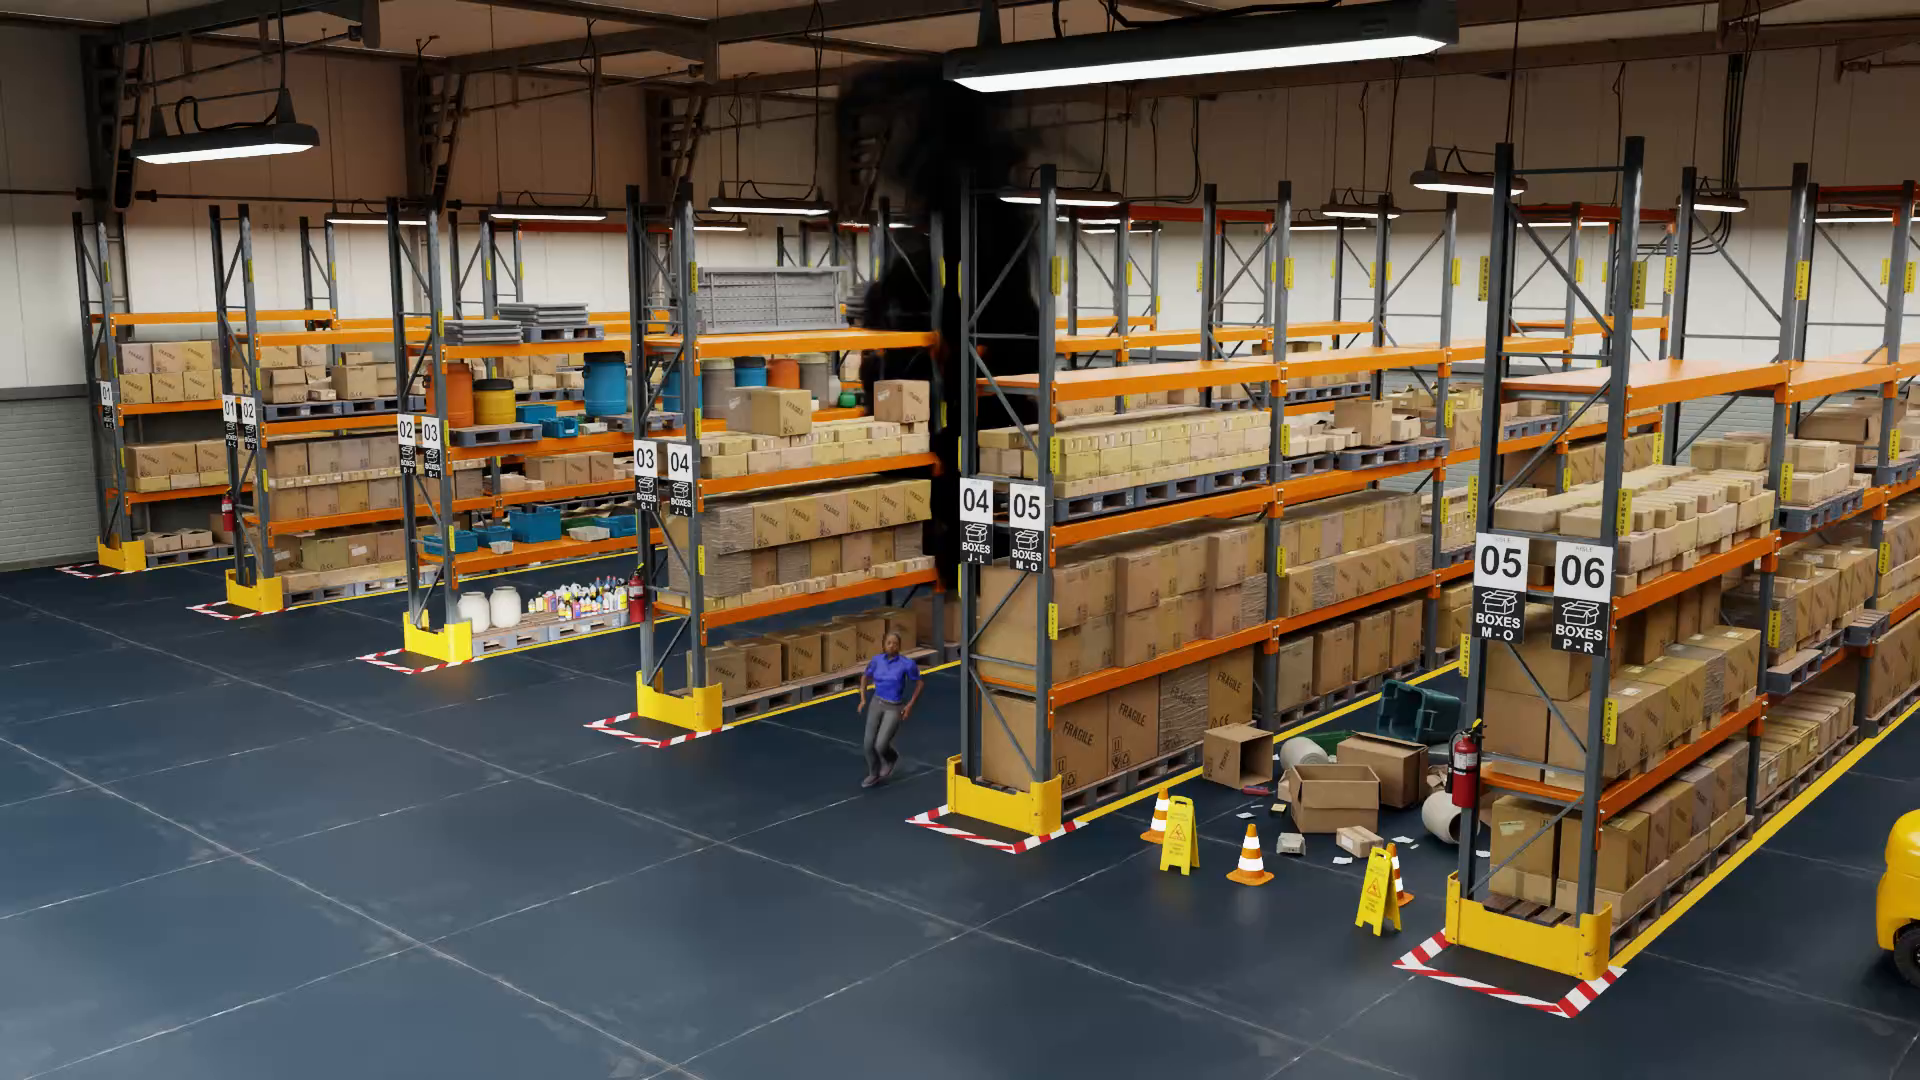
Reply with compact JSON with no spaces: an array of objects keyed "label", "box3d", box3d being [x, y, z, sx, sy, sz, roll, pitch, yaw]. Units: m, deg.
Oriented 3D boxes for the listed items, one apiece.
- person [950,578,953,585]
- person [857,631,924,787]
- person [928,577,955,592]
[{"label":"person","box3d":[-0.032,0.097,25.681,0.599,1.748,0.723,7,12,36]},{"label":"person","box3d":[-0.715,1.688,16.414,0.632,1.596,0.501,4,10,24]},{"label":"person","box3d":[-0.200,0.233,24.653,0.683,1.719,0.575,7,12,36]}]
